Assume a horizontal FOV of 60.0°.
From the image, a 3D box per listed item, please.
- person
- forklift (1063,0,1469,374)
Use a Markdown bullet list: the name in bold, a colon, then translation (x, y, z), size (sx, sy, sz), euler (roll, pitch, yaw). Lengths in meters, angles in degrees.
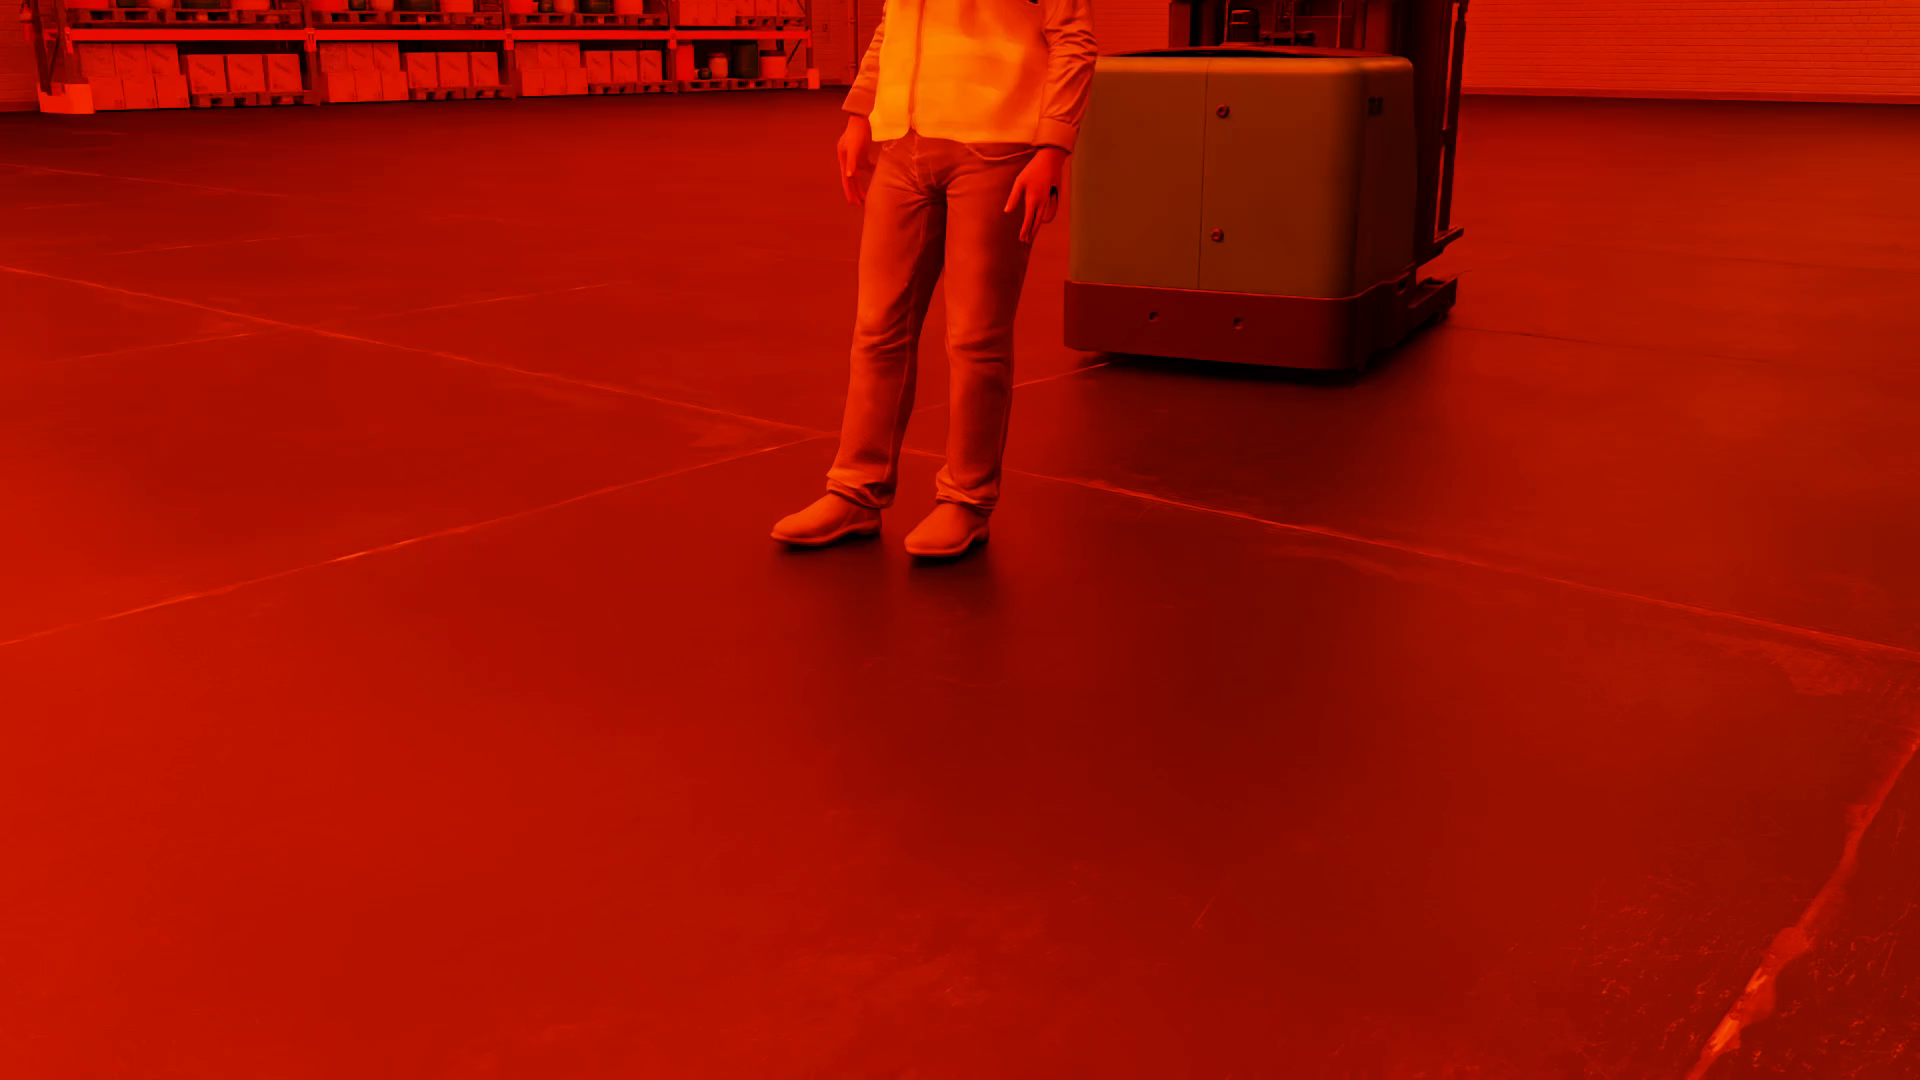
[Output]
- **person**: translation (-0.046, -0.844, 3.641), size (0.632, 1.773, 0.568), euler (13, 21, 37)
- **forklift**: translation (1.472, -2.353, 6.645), size (1.130, 2.935, 3.031), euler (8, 19, 25)
